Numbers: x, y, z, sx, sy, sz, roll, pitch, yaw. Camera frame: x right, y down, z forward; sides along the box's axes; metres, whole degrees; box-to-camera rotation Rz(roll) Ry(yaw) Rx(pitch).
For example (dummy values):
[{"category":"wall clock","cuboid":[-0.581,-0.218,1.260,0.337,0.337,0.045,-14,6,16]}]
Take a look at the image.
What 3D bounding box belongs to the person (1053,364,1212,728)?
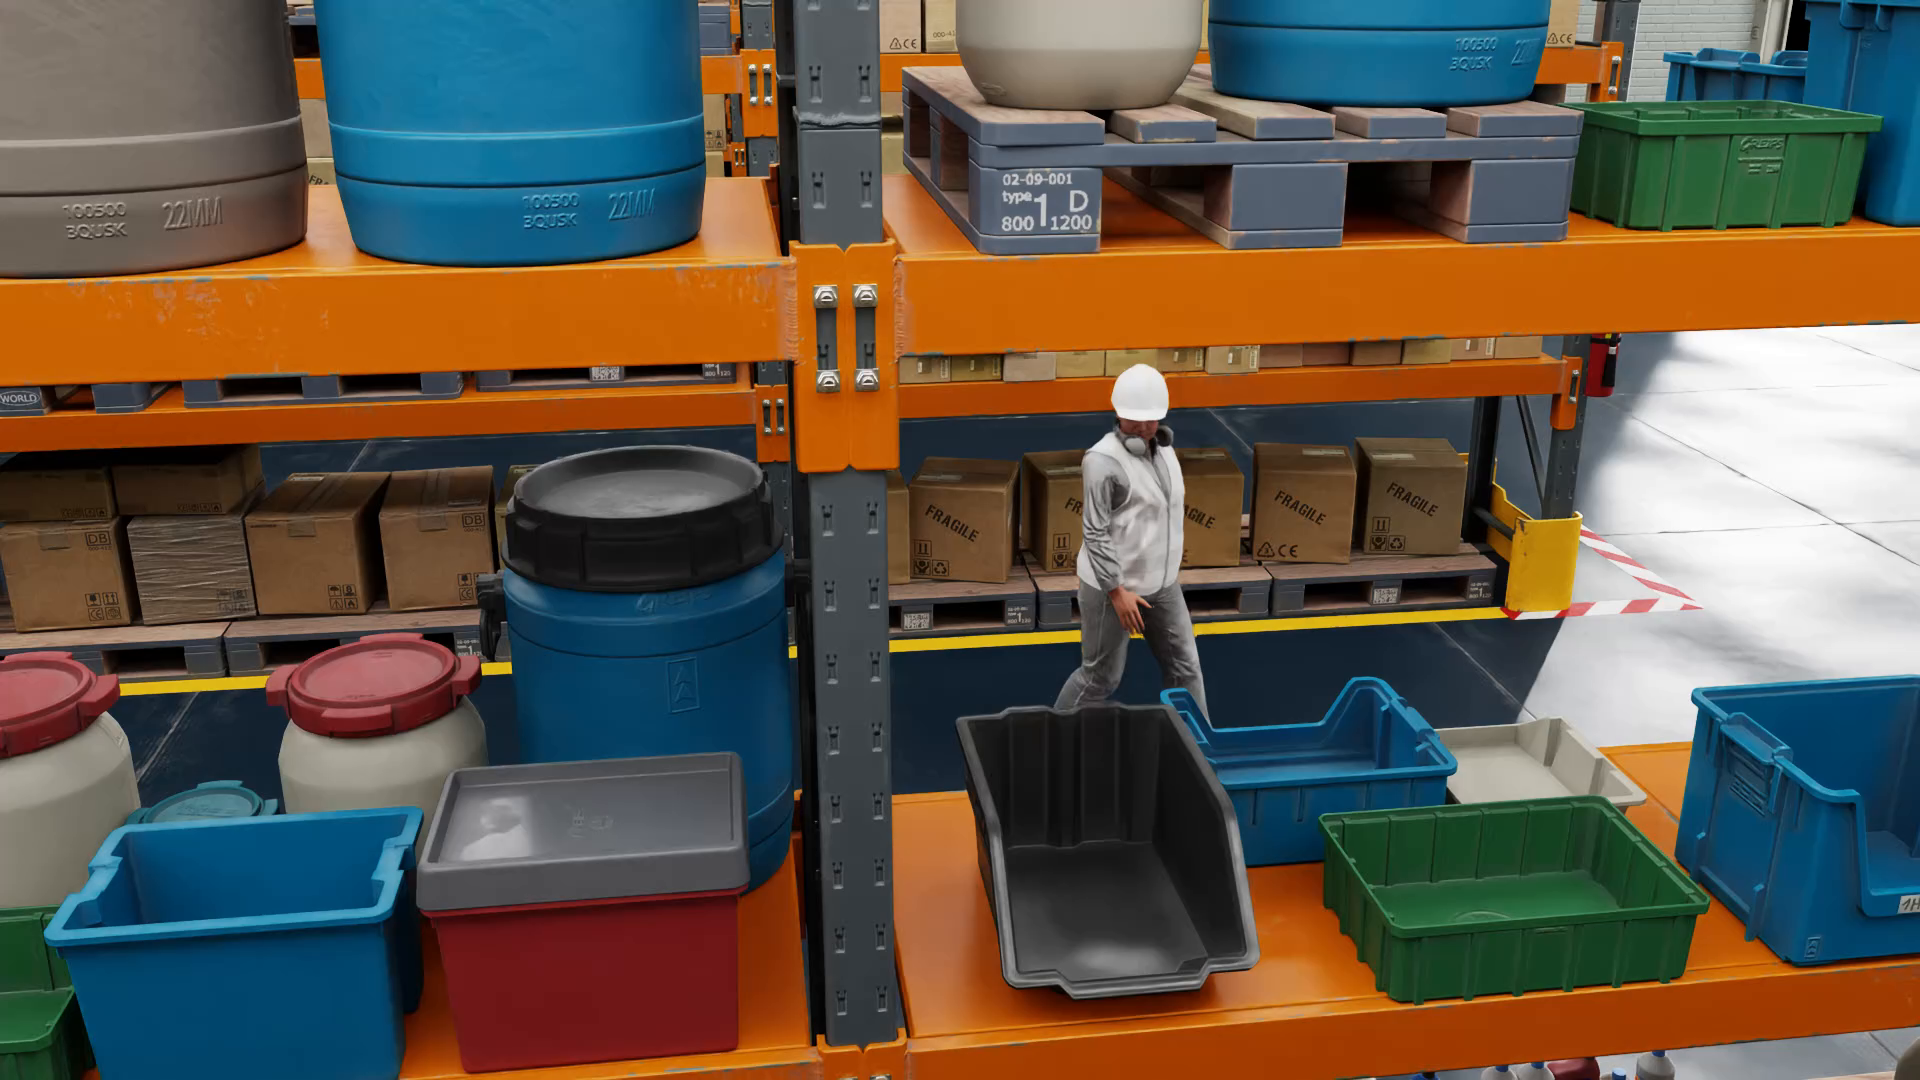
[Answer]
[{"category":"person","cuboid":[0.729,0.162,6.563,0.863,1.736,0.561,17,26,39]}]
